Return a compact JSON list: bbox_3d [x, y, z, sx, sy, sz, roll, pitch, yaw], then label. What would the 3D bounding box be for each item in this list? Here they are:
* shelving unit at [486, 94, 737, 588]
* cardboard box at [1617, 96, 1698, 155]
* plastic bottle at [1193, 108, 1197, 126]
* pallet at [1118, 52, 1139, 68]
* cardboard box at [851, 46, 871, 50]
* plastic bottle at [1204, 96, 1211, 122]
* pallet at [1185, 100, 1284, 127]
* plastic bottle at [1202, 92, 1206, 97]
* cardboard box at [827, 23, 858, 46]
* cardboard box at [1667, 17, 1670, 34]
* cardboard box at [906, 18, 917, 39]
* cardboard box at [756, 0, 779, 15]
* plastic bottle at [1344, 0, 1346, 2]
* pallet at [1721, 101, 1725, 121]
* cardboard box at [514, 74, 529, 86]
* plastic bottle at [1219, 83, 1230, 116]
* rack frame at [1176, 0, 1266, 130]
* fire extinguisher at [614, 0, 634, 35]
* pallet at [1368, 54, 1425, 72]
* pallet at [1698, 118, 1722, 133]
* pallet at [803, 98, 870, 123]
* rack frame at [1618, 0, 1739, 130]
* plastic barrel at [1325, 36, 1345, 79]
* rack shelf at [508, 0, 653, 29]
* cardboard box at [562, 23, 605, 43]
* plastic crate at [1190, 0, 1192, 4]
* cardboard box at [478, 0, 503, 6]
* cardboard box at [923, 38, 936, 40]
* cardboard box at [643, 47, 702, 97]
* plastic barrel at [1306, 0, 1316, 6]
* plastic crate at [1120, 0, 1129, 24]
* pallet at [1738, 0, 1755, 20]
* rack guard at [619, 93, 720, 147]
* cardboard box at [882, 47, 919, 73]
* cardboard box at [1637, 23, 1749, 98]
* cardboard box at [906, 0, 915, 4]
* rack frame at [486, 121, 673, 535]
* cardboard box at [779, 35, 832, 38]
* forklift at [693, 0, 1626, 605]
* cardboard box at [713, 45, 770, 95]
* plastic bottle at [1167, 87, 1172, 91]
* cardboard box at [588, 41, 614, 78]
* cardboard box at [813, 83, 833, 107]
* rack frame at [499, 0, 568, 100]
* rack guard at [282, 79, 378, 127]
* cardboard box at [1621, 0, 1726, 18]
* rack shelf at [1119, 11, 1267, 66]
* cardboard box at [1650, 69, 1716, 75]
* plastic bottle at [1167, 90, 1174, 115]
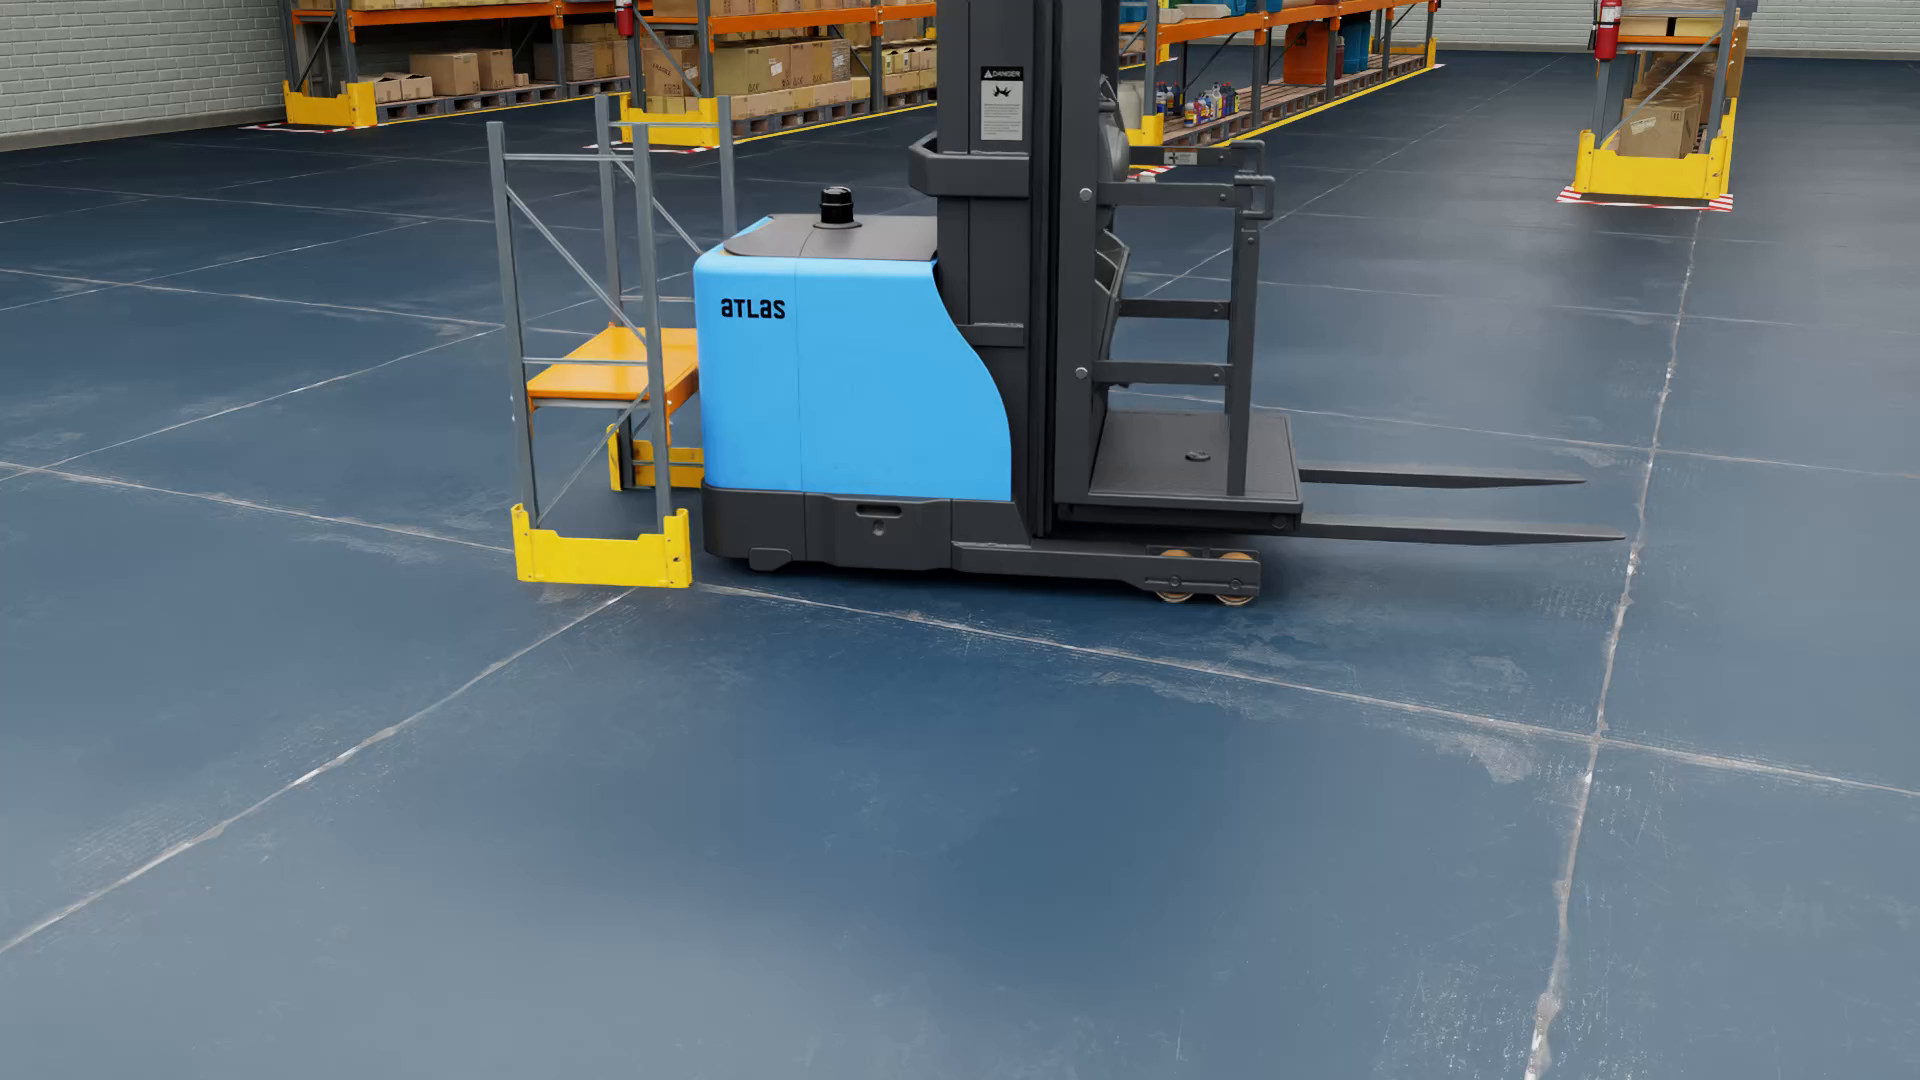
[{"bbox_3d":[-1.135,-0.737,5.802,0.587,1.500,1.083,2,20,6],"label":"shelving unit"},{"bbox_3d":[6.403,-3.794,15.265,0.500,0.500,0.500,15,25,37],"label":"cardboard box"},{"bbox_3d":[2.469,-4.510,17.692,0.097,0.201,0.097,0,20,0],"label":"plastic bottle"},{"bbox_3d":[2.577,-8.697,30.109,1.003,0.211,1.213,9,21,23],"label":"pallet"},{"bbox_3d":[-1.368,-6.471,22.327,0.500,0.311,0.500,9,22,24],"label":"cardboard box"},{"bbox_3d":[2.691,-4.708,18.147,0.097,0.271,0.097,0,20,0],"label":"plastic bottle"},{"bbox_3d":[3.324,-5.232,20.366,1.003,0.211,1.213,9,21,23],"label":"pallet"},{"bbox_3d":[2.723,-4.840,18.500,0.061,0.283,0.133,9,21,23],"label":"plastic bottle"},{"bbox_3d":[-2.324,-9.340,30.859,0.700,0.500,0.500,9,21,23],"label":"cardboard box"},{"bbox_3d":[5.950,-4.472,14.440,0.380,0.149,0.250,9,21,23],"label":"cardboard box"},{"bbox_3d":[-1.282,-10.121,33.054,0.700,0.500,0.500,9,21,23],"label":"cardboard box"},{"bbox_3d":[-2.495,-6.259,18.942,0.700,0.500,0.500,9,21,23],"label":"cardboard box"},{"bbox_3d":[5.338,-7.694,23.312,0.152,0.276,0.135,9,21,23],"label":"plastic bottle"},{"bbox_3d":[8.874,-5.291,20.532,1.003,0.211,1.213,9,21,23],"label":"pallet"},{"bbox_3d":[-6.192,-6.365,22.960,0.380,0.166,0.250,6,20,16],"label":"cardboard box"},{"bbox_3d":[2.959,-4.965,18.749,0.144,0.351,0.185,7,21,20],"label":"plastic bottle"},{"bbox_3d":[3.038,-6.300,19.208,1.000,3.000,0.127,9,21,23],"label":"rack frame"},{"bbox_3d":[-3.589,-5.750,17.775,0.296,0.674,0.183,9,21,23],"label":"fire extinguisher"},{"bbox_3d":[7.579,-8.408,29.297,1.003,0.211,1.213,9,21,23],"label":"pallet"},{"bbox_3d":[7.874,-4.545,18.434,1.003,0.211,1.213,9,21,23],"label":"pallet"},{"bbox_3d":[-1.843,-5.430,20.922,1.003,0.211,1.213,9,21,23],"label":"pallet"},{"bbox_3d":[7.557,-5.621,17.297,1.000,3.000,0.127,9,21,23],"label":"rack frame"},{"bbox_3d":[5.323,-7.082,24.378,0.600,0.588,0.708,9,21,23],"label":"plastic barrel"},{"bbox_3d":[-5.181,-7.932,24.870,1.077,0.370,4.000,9,21,23],"label":"rack shelf"},{"bbox_3d":[-5.537,-7.405,24.269,0.500,0.250,0.500,8,21,22],"label":"cardboard box"},{"bbox_3d":[2.708,-6.129,18.818,0.767,0.338,0.504,9,21,23],"label":"plastic crate"},{"bbox_3d":[-6.321,-7.105,21.665,0.500,0.250,0.500,8,21,22],"label":"cardboard box"},{"bbox_3d":[-0.324,-7.251,24.520,0.500,0.311,0.500,9,22,25],"label":"cardboard box"},{"bbox_3d":[-3.169,-5.219,18.525,0.500,0.500,0.500,9,21,23],"label":"cardboard box"},{"bbox_3d":[4.450,-7.232,21.661,0.421,0.512,0.421,0,20,0],"label":"plastic barrel"},{"bbox_3d":[1.332,-5.202,16.341,0.499,0.251,0.616,9,21,23],"label":"plastic crate"},{"bbox_3d":[8.003,-5.744,17.930,1.003,0.211,1.213,9,21,23],"label":"pallet"},{"bbox_3d":[-3.127,-4.573,18.083,1.175,0.500,0.348,9,21,23],"label":"rack guard"},{"bbox_3d":[-0.873,-6.392,22.106,0.500,0.311,0.500,8,21,22],"label":"cardboard box"},{"bbox_3d":[9.496,-6.249,21.606,1.225,0.875,0.875,8,21,20],"label":"cardboard box"},{"bbox_3d":[-0.934,-7.422,22.213,0.500,0.500,0.500,10,22,27],"label":"cardboard box"},{"bbox_3d":[-1.197,-0.565,5.318,0.500,1.500,0.032,2,20,6],"label":"rack frame"},{"bbox_3d":[-1.955,-6.138,21.110,0.500,0.500,0.500,9,21,23],"label":"cardboard box"},{"bbox_3d":[0.685,-1.361,5.423,3.031,2.935,1.130,3,20,8],"label":"forklift"},{"bbox_3d":[-2.492,-5.301,18.755,0.500,0.500,0.500,9,21,23],"label":"cardboard box"},{"bbox_3d":[2.400,-5.085,19.198,0.152,0.276,0.135,9,22,25],"label":"plastic bottle"},{"bbox_3d":[-5.548,-7.082,24.478,0.700,0.500,0.500,8,21,22],"label":"cardboard box"},{"bbox_3d":[-1.875,-5.406,20.169,0.500,0.250,0.500,9,21,23],"label":"cardboard box"},{"bbox_3d":[-6.000,-7.660,23.031,1.000,3.000,0.127,9,21,23],"label":"rack frame"},{"bbox_3d":[-7.607,-5.283,20.077,1.175,0.500,0.348,9,21,23],"label":"rack guard"},{"bbox_3d":[6.169,-4.750,14.255,0.875,0.500,0.500,9,21,23],"label":"cardboard box"},{"bbox_3d":[2.219,-5.350,17.610,1.077,0.370,4.000,9,21,23],"label":"rack shelf"},{"bbox_3d":[8.040,-4.978,18.565,0.700,0.500,0.500,8,21,22],"label":"cardboard box"},{"bbox_3d":[2.380,-4.972,18.887,0.097,0.271,0.097,0,20,0],"label":"plastic bottle"}]
